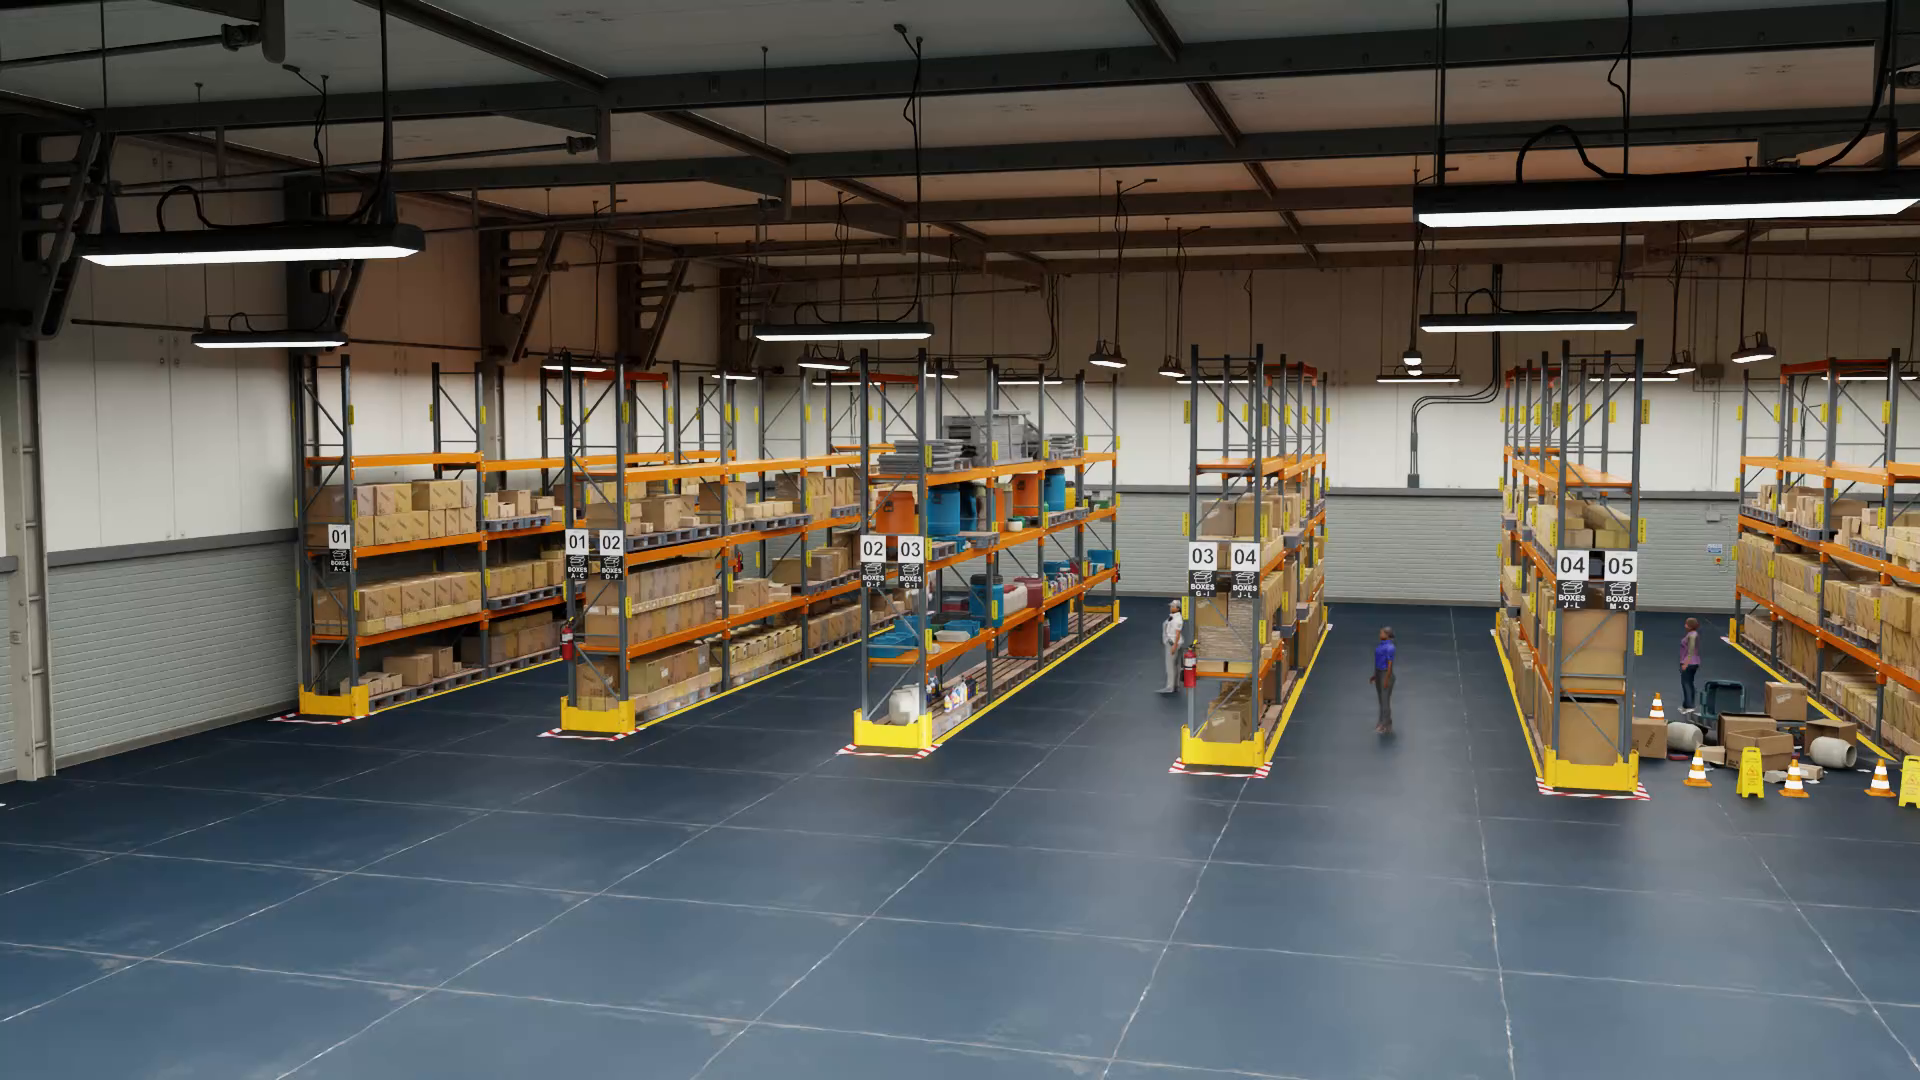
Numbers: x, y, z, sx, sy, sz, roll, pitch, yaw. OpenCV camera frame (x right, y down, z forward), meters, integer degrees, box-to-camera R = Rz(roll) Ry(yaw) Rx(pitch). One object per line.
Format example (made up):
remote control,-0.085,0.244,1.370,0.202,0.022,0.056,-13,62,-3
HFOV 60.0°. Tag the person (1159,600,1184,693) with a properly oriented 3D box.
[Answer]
person,3.835,1.918,30.142,0.428,1.659,0.538,1,4,9

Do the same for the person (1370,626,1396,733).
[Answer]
person,6.695,2.212,26.397,0.501,1.695,0.464,-2,5,-21

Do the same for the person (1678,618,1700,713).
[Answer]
person,12.294,2.120,28.077,0.349,1.628,0.491,4,6,43

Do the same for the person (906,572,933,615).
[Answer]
person,-0.947,1.253,38.179,0.560,1.740,0.972,1,4,14
